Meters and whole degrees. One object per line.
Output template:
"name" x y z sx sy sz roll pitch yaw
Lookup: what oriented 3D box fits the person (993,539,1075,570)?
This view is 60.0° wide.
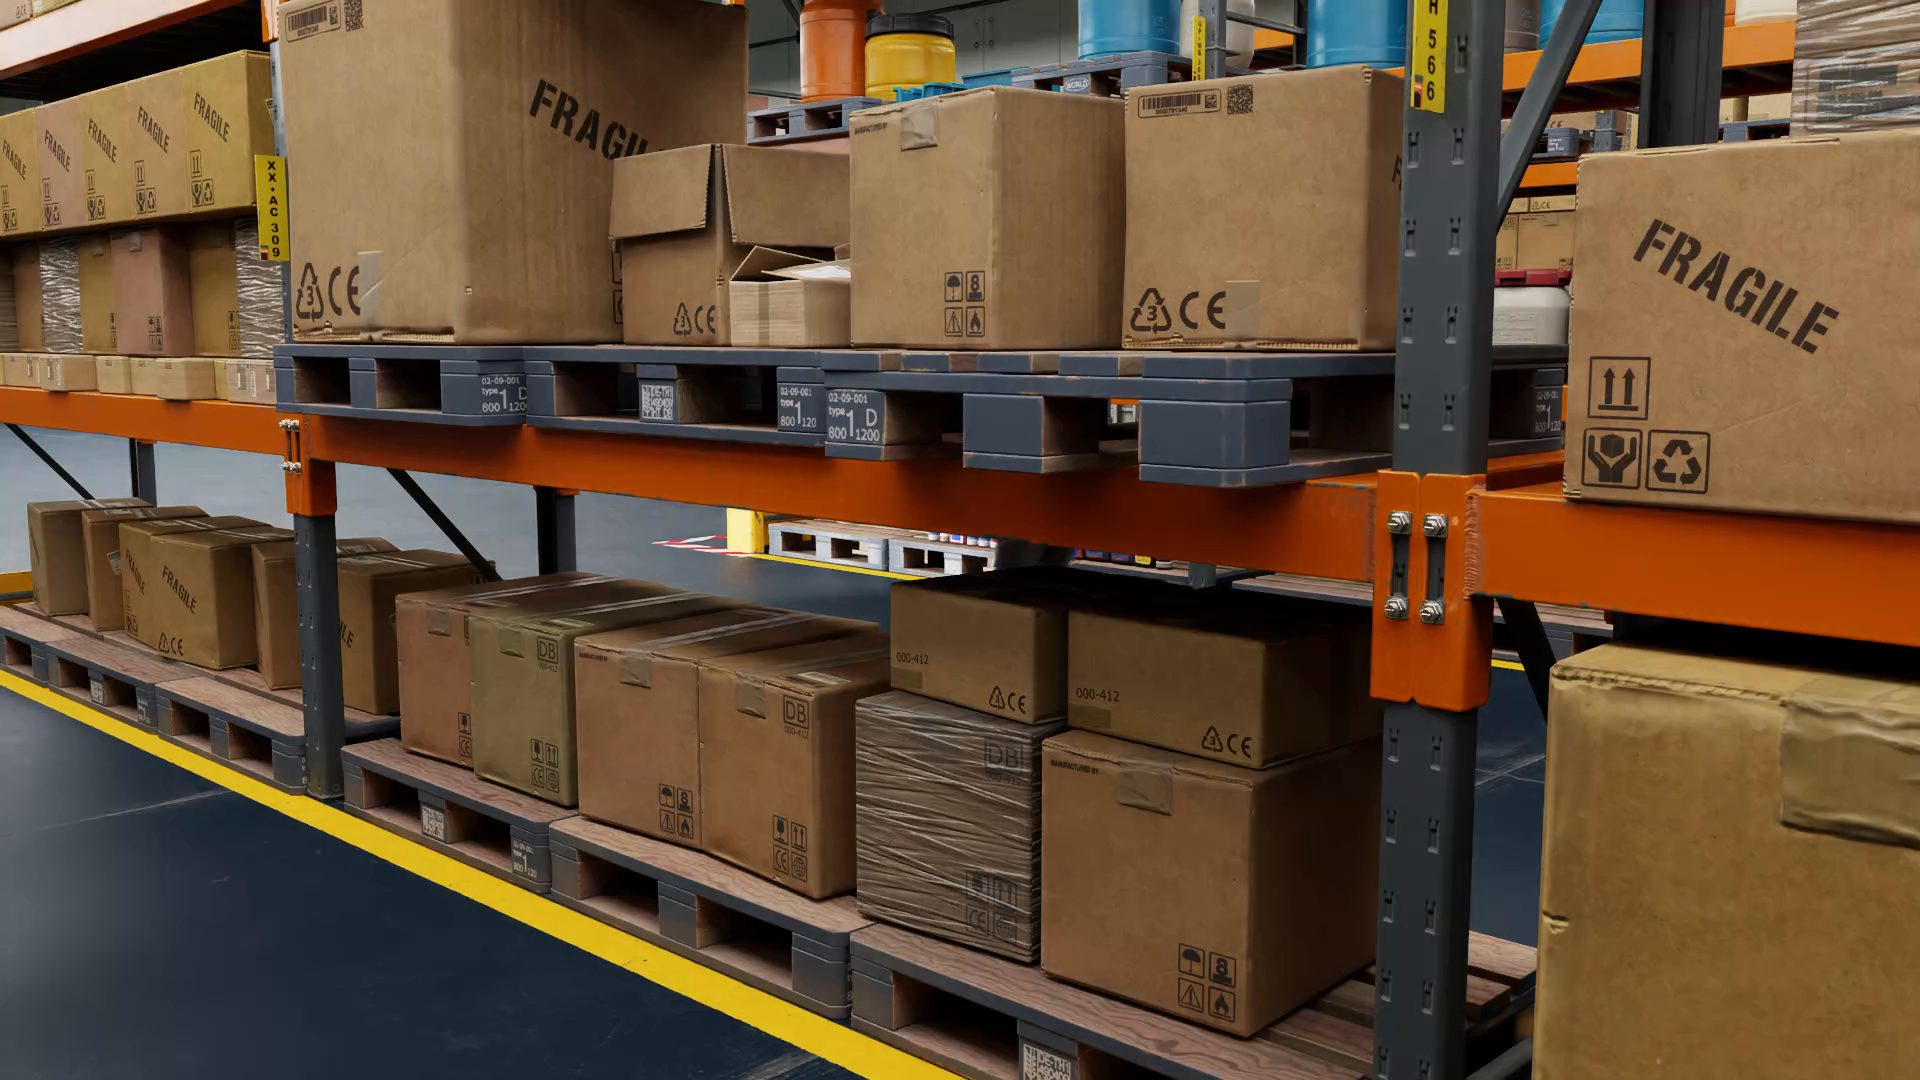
"person" 0.334 -0.156 7.278 0.457 1.610 0.375 -7 10 -44
